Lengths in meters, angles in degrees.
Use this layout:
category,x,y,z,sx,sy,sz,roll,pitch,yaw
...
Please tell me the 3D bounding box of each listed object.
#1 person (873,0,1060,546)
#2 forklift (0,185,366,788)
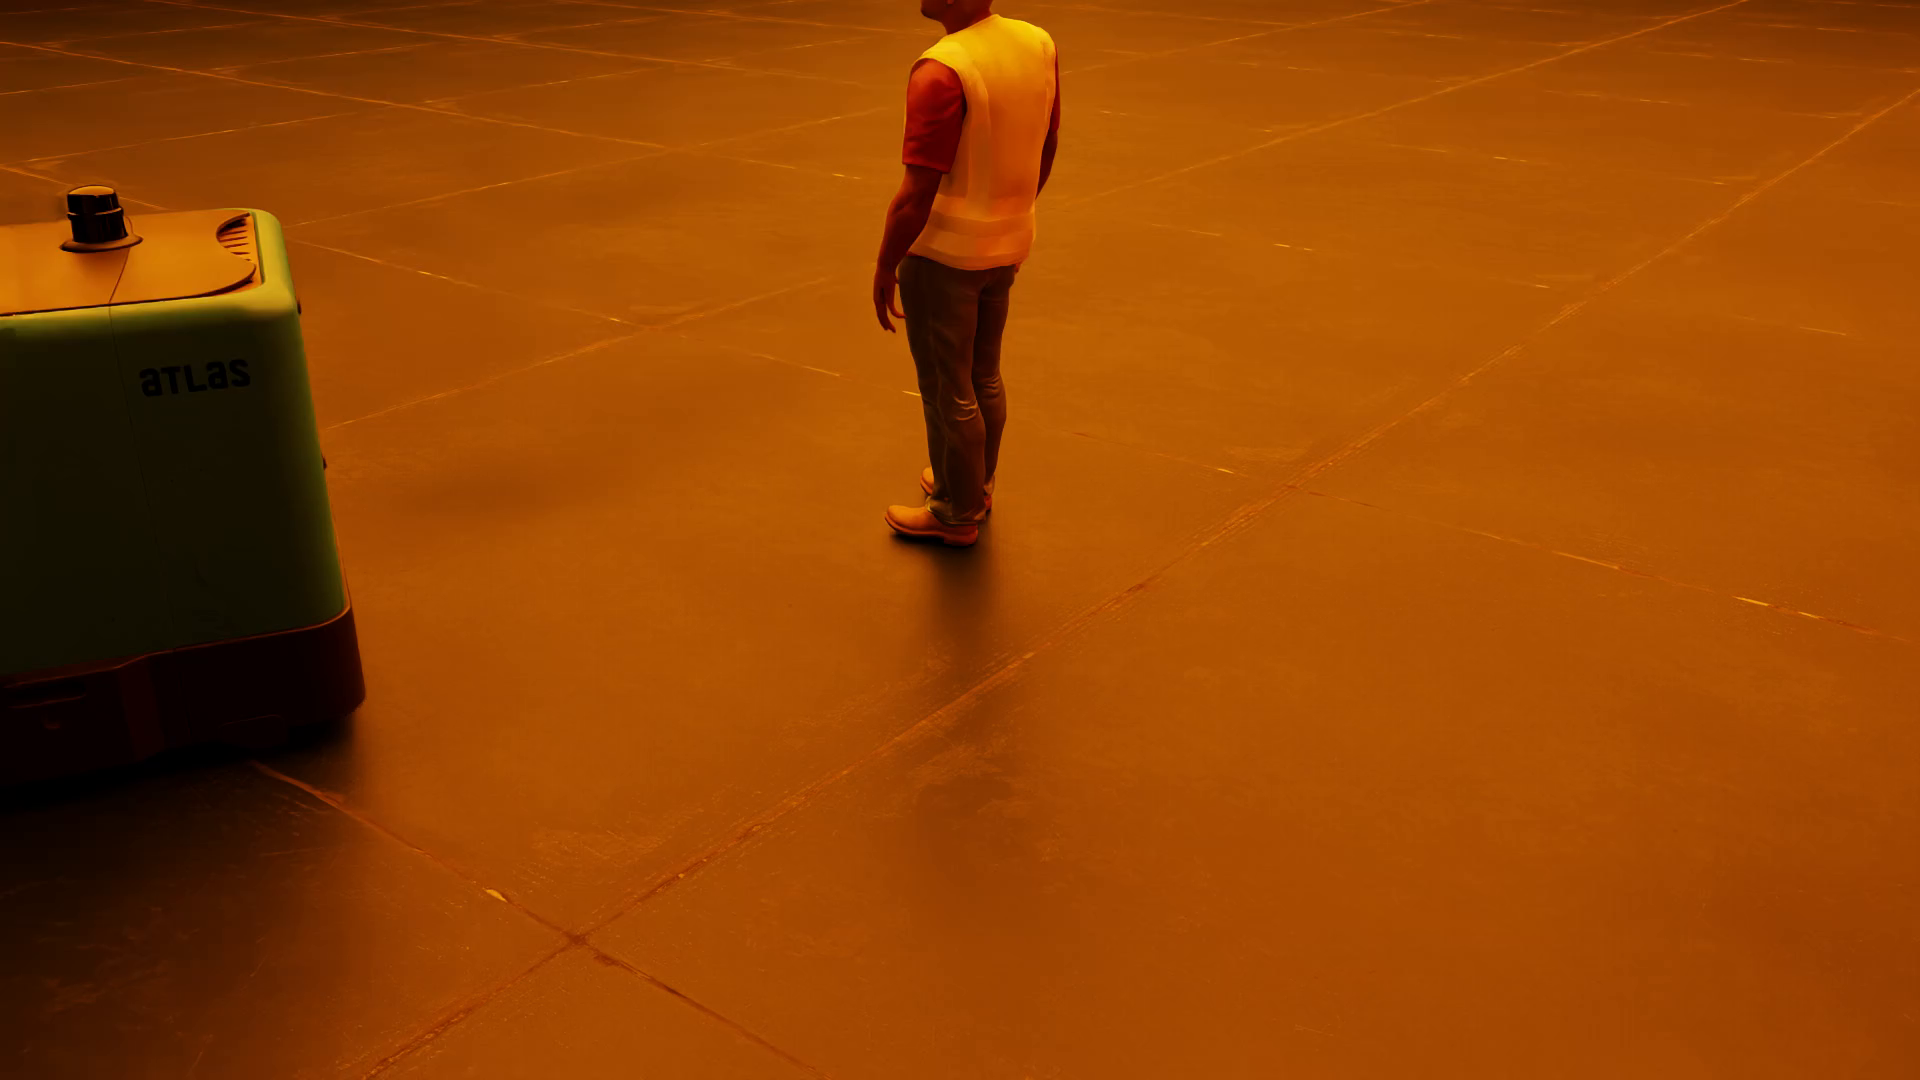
category,x,y,z,sx,sy,sz,roll,pitch,yaw
person,-0.051,-0.835,4.703,0.577,1.765,0.666,17,29,34
forklift,-2.984,-0.832,3.249,3.031,2.935,1.130,-9,25,-21
